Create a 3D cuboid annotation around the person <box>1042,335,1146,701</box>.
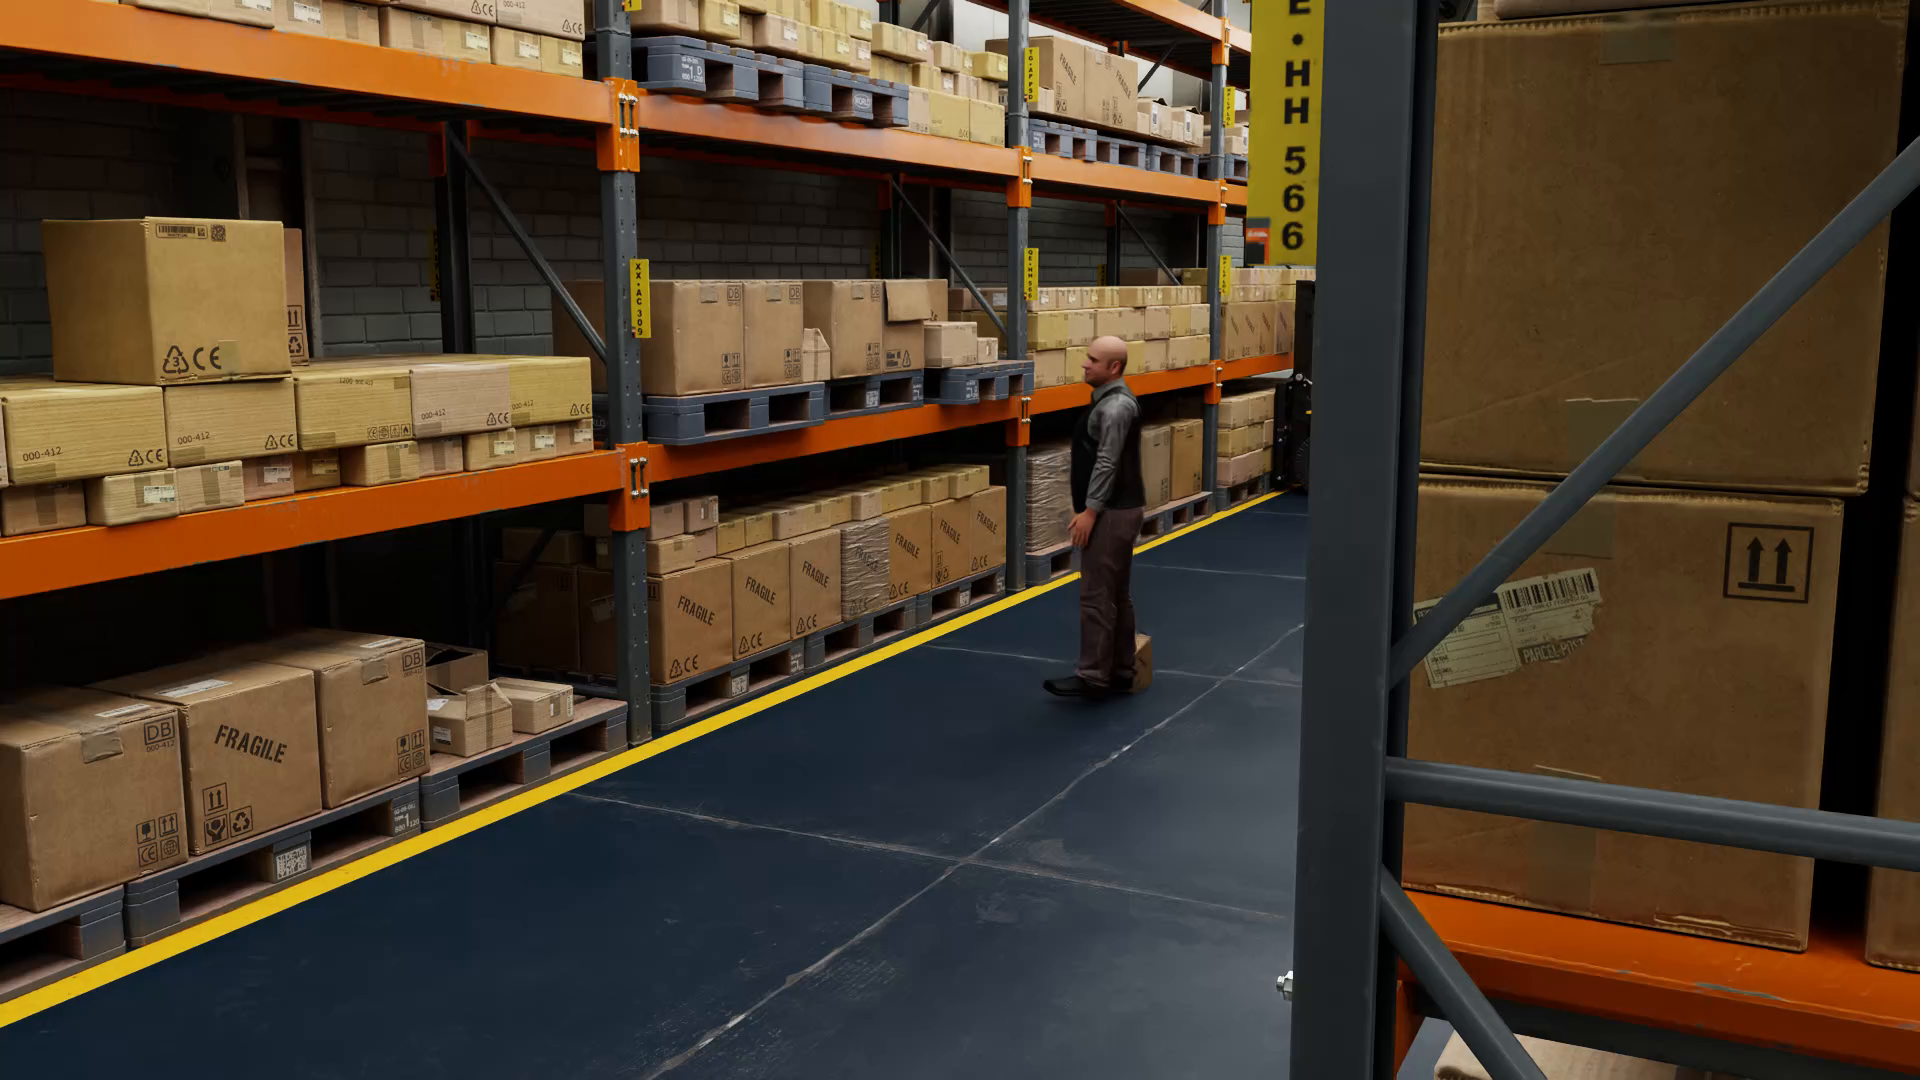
[{"bbox_3d":[0.645,-0.107,7.949,0.483,1.732,0.564,1,9,5],"label":"person"}]
